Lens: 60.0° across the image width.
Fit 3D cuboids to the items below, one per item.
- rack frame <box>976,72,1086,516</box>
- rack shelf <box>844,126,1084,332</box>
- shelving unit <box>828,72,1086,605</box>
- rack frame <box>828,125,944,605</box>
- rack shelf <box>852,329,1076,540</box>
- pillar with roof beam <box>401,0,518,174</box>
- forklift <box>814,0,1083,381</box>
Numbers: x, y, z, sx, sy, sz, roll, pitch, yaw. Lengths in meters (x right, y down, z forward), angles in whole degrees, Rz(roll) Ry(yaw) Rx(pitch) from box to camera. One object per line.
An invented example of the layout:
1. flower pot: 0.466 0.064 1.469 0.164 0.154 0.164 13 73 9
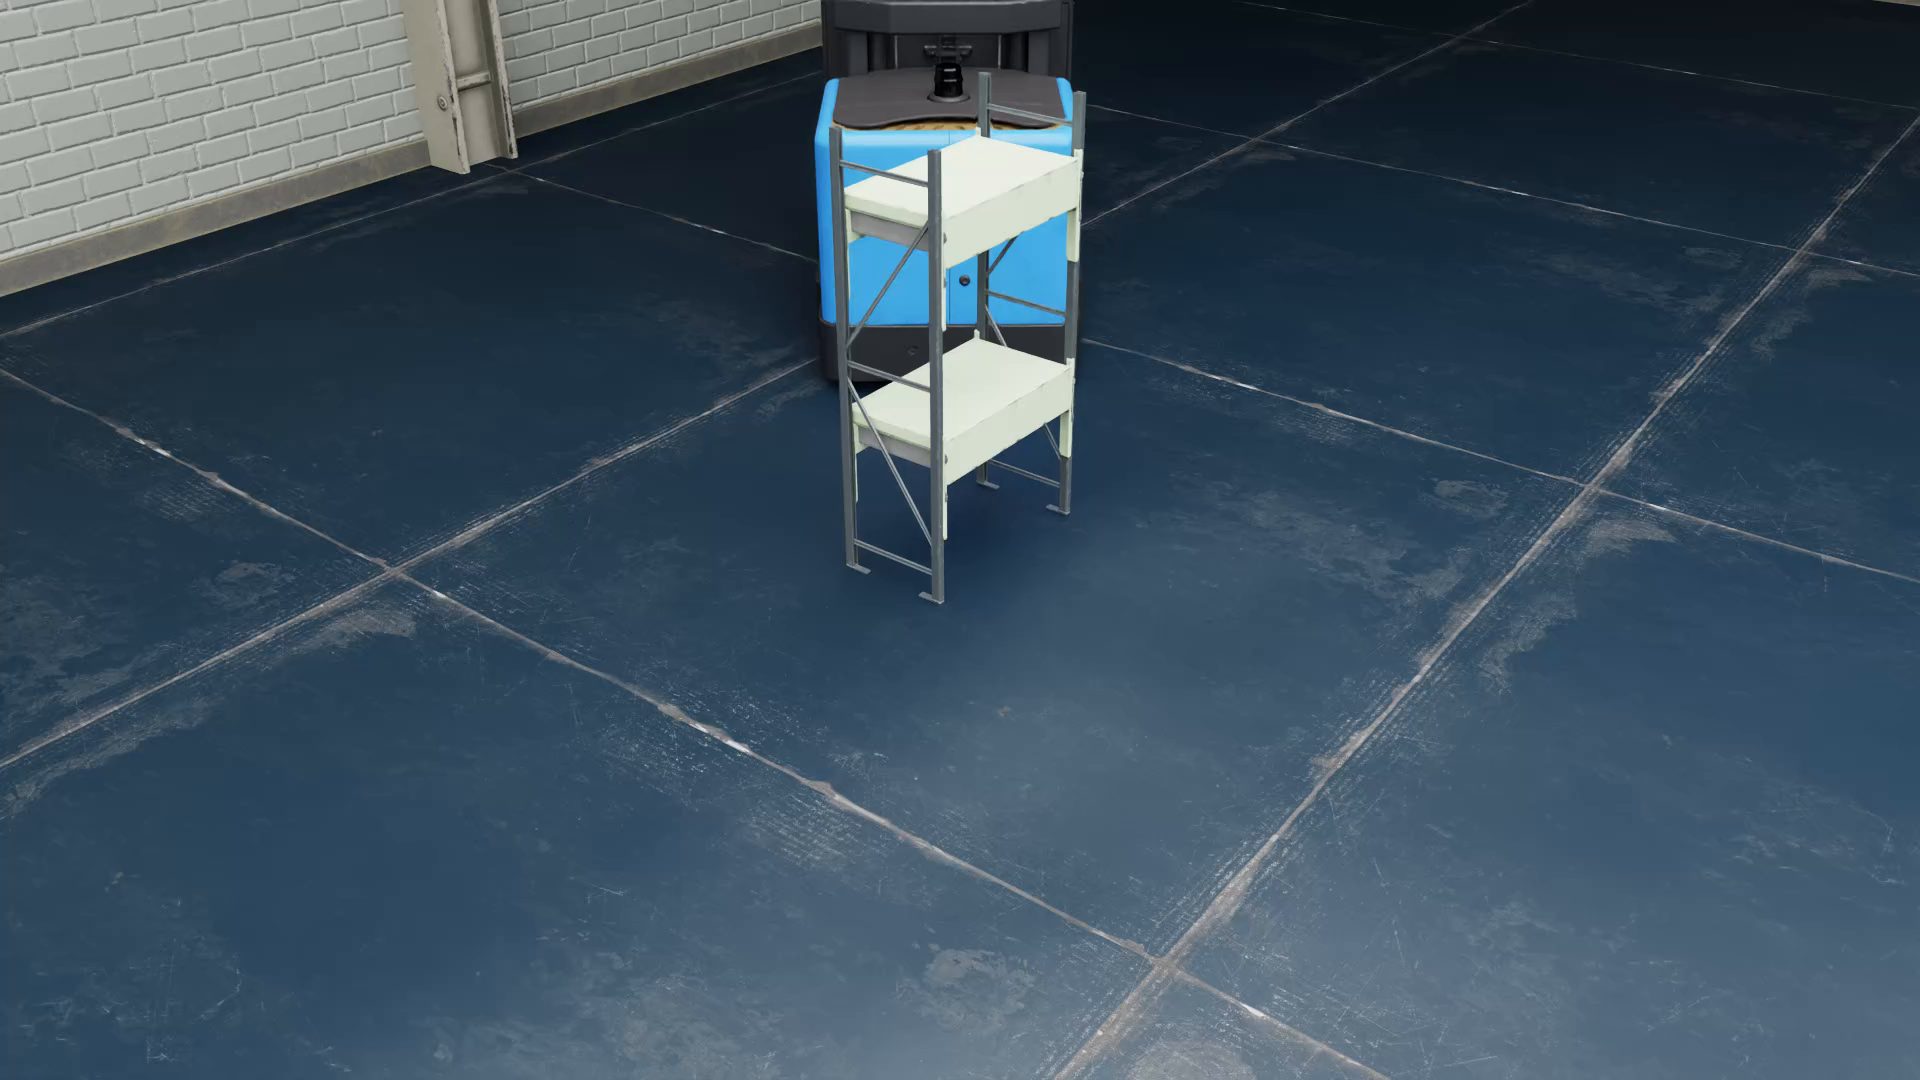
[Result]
1. rack frame: 0.225 -0.797 5.623 0.400 1.500 0.023 21 37 31
2. rack shelf: 0.004 -0.984 5.173 0.431 0.370 0.720 21 37 31
3. shelving unit: 0.004 -0.648 5.372 0.431 1.500 0.755 21 37 31
4. rack frame: -0.217 -0.499 5.121 0.400 1.500 0.023 21 37 31
5. rack shelf: 0.004 -0.367 5.538 0.431 0.370 0.720 21 37 31
6. pillar with roof beam: 0.695 -4.684 4.828 9.100 9.000 0.400 21 37 31
7. forklift: -0.059 -2.610 7.279 1.130 2.935 3.031 0 31 -1
